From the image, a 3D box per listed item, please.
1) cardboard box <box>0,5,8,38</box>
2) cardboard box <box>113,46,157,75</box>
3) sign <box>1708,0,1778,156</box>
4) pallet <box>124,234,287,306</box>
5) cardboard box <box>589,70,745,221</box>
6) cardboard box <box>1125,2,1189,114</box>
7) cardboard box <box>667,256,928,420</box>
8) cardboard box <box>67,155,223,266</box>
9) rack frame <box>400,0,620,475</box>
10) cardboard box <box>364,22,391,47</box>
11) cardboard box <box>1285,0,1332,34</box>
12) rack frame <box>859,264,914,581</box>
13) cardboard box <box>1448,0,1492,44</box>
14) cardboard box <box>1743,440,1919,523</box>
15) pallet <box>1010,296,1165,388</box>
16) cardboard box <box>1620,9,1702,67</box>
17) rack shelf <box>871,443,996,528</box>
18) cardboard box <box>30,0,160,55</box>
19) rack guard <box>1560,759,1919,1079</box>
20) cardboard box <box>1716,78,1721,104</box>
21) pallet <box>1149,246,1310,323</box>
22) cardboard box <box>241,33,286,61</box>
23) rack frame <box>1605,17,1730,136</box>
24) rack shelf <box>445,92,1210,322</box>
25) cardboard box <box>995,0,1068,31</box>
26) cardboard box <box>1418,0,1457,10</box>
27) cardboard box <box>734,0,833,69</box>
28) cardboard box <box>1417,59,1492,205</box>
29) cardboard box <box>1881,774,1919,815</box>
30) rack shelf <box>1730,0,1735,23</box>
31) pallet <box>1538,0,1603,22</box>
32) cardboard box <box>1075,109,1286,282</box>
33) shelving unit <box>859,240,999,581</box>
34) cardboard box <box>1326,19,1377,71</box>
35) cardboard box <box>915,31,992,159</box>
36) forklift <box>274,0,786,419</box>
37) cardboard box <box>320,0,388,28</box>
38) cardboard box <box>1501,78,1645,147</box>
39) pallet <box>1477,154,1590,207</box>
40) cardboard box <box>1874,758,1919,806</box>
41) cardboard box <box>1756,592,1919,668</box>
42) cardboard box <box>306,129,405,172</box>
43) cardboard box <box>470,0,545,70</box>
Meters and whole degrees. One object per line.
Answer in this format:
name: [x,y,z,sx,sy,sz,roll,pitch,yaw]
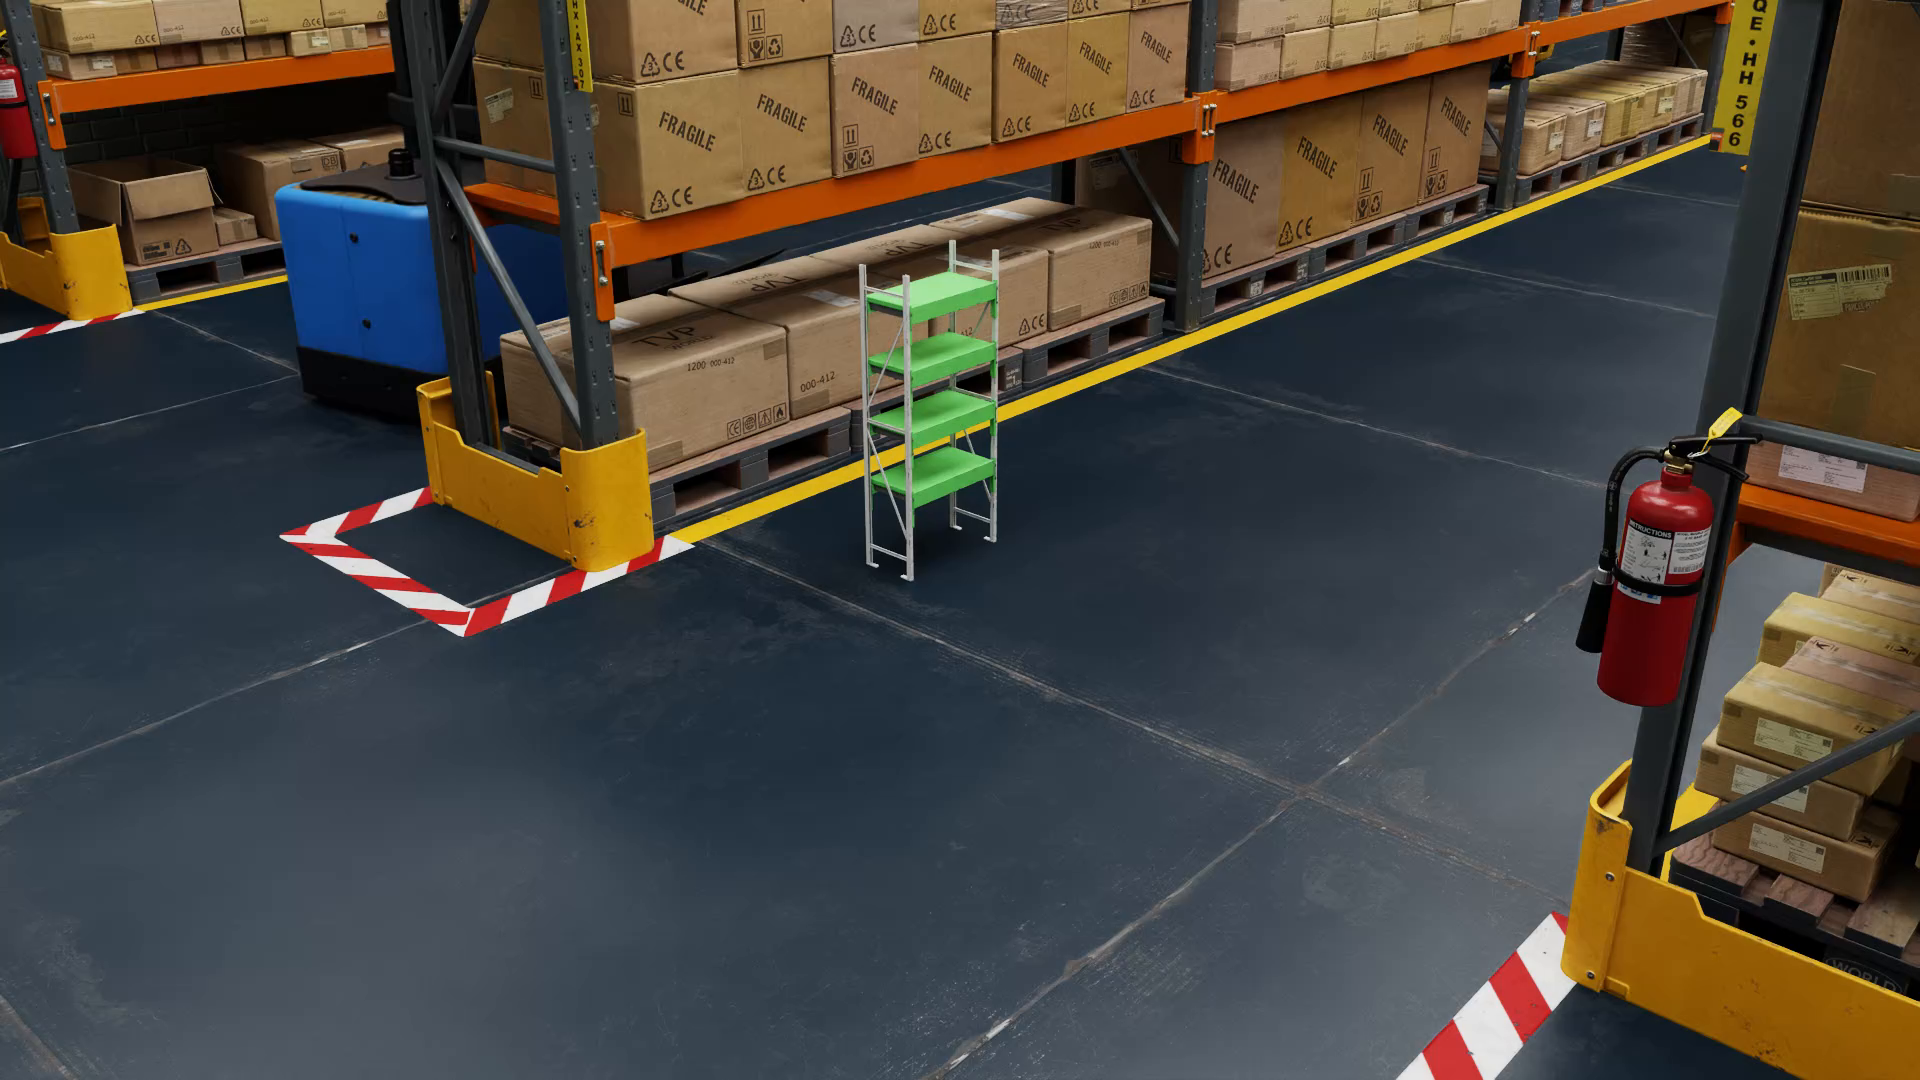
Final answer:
cardboard box: [-5.322,-3.084,9.782,0.500,0.250,0.500,21,32,39]
cardboard box: [-4.873,-2.805,9.647,0.380,0.149,0.250,21,32,39]
sign: [1.621,-0.960,3.422,0.100,0.325,0.005,20,31,38]
pallet: [-4.849,-1.798,10.503,1.003,0.211,1.213,20,31,38]
cardboard box: [-1.198,-1.564,6.449,0.500,0.500,0.500,20,31,37]
cardboard box: [0.818,-2.503,8.545,0.500,0.500,0.500,20,31,38]
cardboard box: [-0.762,-0.982,7.893,0.875,0.438,0.875,21,32,39]
cardboard box: [-4.953,-2.017,10.121,0.797,0.503,0.637,19,30,36]
rack frame: [-1.733,-1.450,6.318,1.000,3.000,0.127,20,31,38]
cardboard box: [-3.830,-3.277,10.700,0.380,0.149,0.250,20,31,37]
cardboard box: [1.768,-3.052,9.463,0.500,0.250,0.500,21,31,38]
rack frame: [-0.273,-0.423,6.226,0.240,1.200,0.015,20,31,38]
cardboard box: [3.133,-3.434,10.926,0.500,0.250,0.500,21,31,38]
cardboard box: [2.028,-0.191,3.817,0.380,0.149,0.250,20,31,38]
pallet: [0.371,-1.186,9.138,1.003,0.211,1.213,20,31,38]
cardboard box: [6.471,-4.639,15.361,0.500,0.500,0.500,20,31,37]
rack shelf: [-0.110,-0.220,6.516,0.258,0.148,0.480,20,31,38]
cardboard box: [-4.928,-2.936,9.452,0.500,0.250,0.500,20,31,38]
rack guard: [2.072,0.988,3.935,1.175,0.500,0.348,20,31,38]
cardboard box: [6.871,-4.149,15.185,0.500,0.250,0.500,18,30,35]
pallet: [1.396,-1.652,10.177,1.003,0.211,1.213,20,31,38]
cardboard box: [-4.336,-3.037,10.165,0.380,0.149,0.250,21,31,38]
rack frame: [6.276,-5.106,14.472,1.000,3.000,0.127,20,31,38]
rack shelf: [-0.398,-1.731,7.824,1.077,0.370,4.000,20,31,38]
cardboard box: [0.150,-2.642,7.631,0.500,0.500,0.500,21,31,38]
cardboard box: [2.807,-3.512,10.488,0.500,0.250,0.500,19,30,36]
cardboard box: [-0.861,-2.180,6.601,0.500,0.500,0.500,19,30,36]
cardboard box: [3.084,-2.922,11.684,0.875,0.875,0.875,20,31,37]
cardboard box: [2.554,0.600,4.718,0.380,0.149,0.250,20,31,37]
rack shelf: [7.611,-5.387,15.978,1.077,0.370,4.000,20,31,38]
pallet: [4.003,-4.046,12.343,1.213,0.211,1.003,20,31,38]
cardboard box: [1.291,-2.102,9.855,0.875,0.875,0.875,21,32,39]
shelving unit: [-0.110,-0.497,6.392,0.258,1.200,0.503,20,31,38]
cardboard box: [2.125,-2.972,9.896,0.500,0.250,0.500,20,31,37]
cardboard box: [-0.207,-2.033,7.495,0.500,0.500,0.500,21,32,39]
forklift: [-2.097,-2.448,8.628,1.130,2.935,3.031,13,27,26]
cardboard box: [-3.930,-3.407,10.502,0.500,0.250,0.500,19,30,36]
cardboard box: [4.988,-3.506,13.602,0.950,0.372,0.625,21,32,39]
pallet: [4.129,-2.853,12.855,1.003,0.211,1.213,20,31,38]
cardboard box: [2.375,0.540,4.486,0.380,0.149,0.250,19,31,36]
cardboard box: [2.474,0.303,4.651,0.380,0.149,0.250,19,31,36]
cardboard box: [-3.926,-2.399,10.977,0.500,0.500,0.500,21,31,38]
cardboard box: [-1.588,-2.164,6.566,0.500,0.500,0.500,21,32,39]
